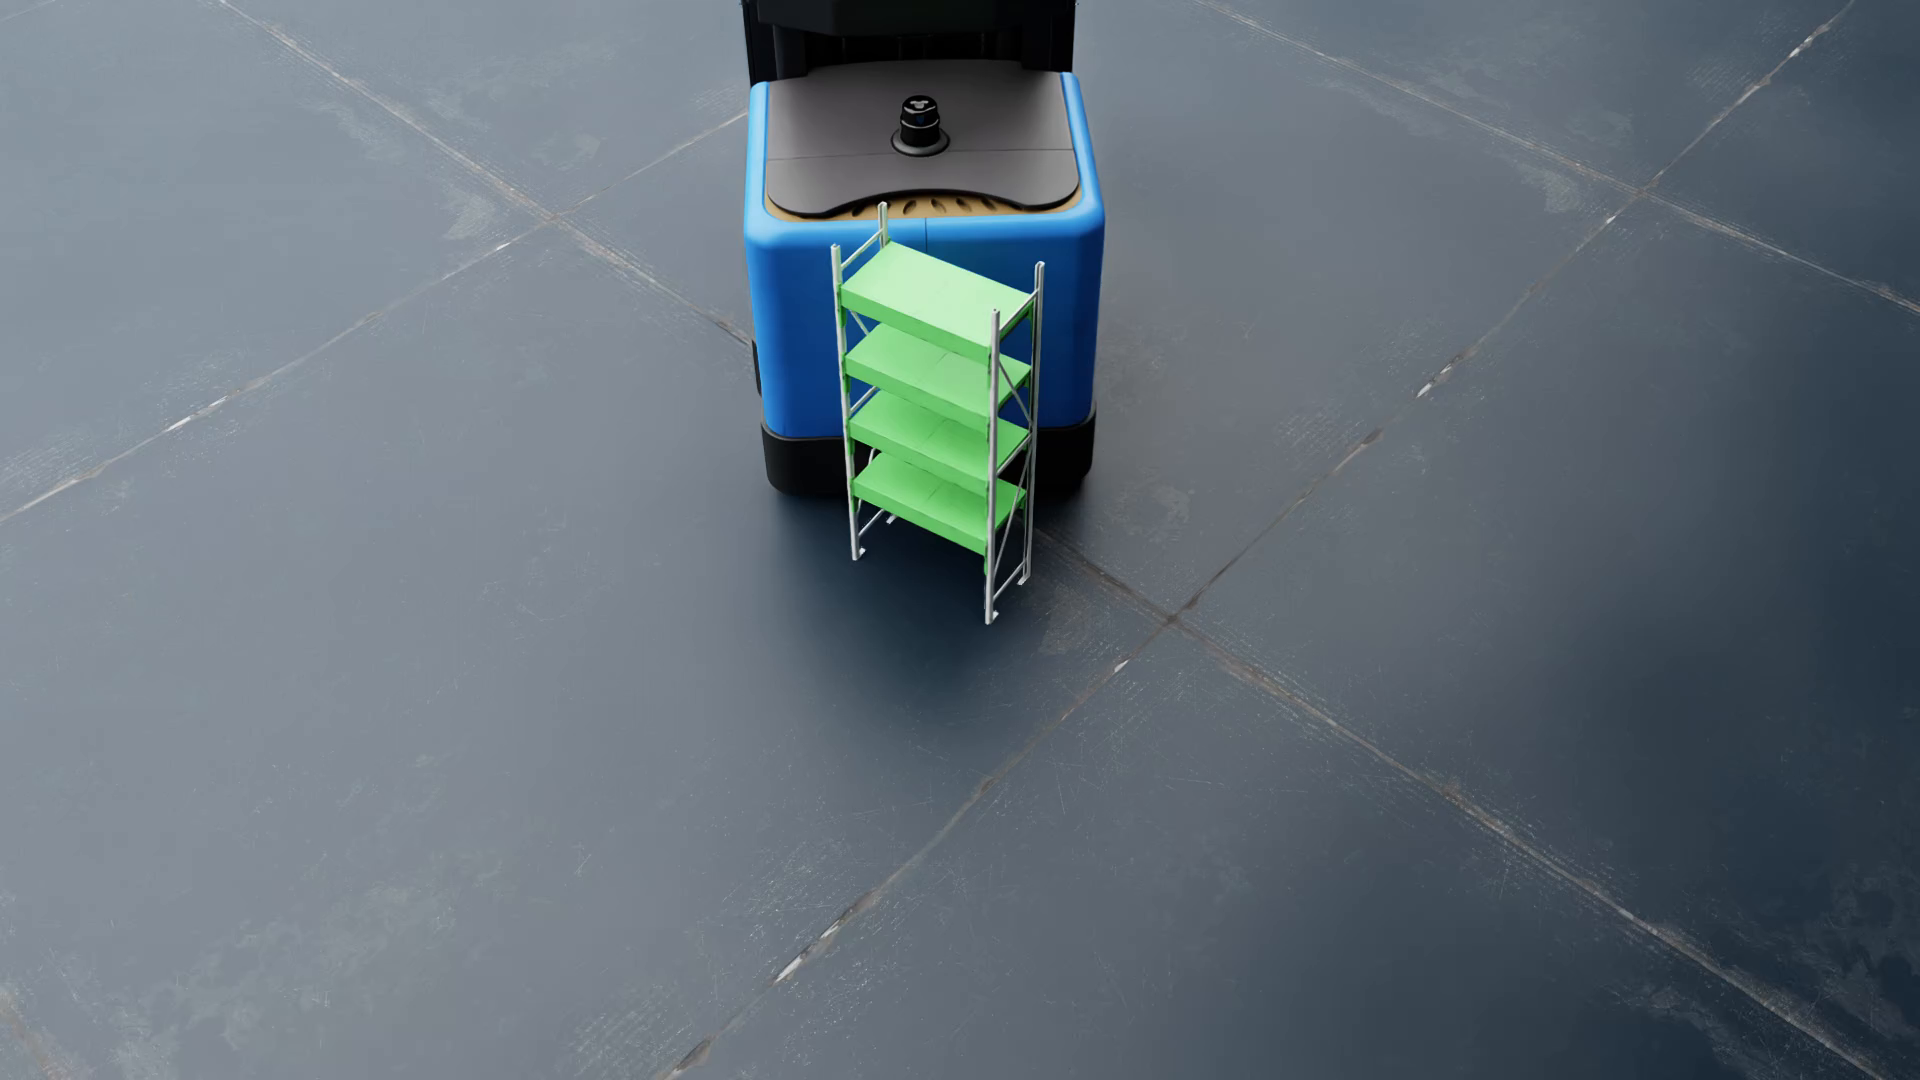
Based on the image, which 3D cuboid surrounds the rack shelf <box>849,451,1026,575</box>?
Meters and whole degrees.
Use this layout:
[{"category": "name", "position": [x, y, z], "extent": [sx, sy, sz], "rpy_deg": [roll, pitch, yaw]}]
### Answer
[{"category": "rack shelf", "position": [-0.059, -0.117, 4.953], "extent": [0.480, 0.148, 0.258], "rpy_deg": [25, 52, 21]}]

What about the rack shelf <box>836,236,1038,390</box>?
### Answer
[{"category": "rack shelf", "position": [-0.059, -0.609, 4.428], "extent": [0.480, 0.148, 0.258], "rpy_deg": [25, 52, 21]}]

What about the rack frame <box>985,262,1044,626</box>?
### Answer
[{"category": "rack frame", "position": [0.147, -0.230, 4.642], "extent": [0.015, 1.200, 0.240], "rpy_deg": [25, 52, 21]}]

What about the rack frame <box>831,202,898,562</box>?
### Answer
[{"category": "rack frame", "position": [-0.265, -0.420, 4.821], "extent": [0.015, 1.200, 0.240], "rpy_deg": [25, 52, 21]}]

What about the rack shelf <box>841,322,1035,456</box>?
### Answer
[{"category": "rack shelf", "position": [-0.059, -0.445, 4.603], "extent": [0.480, 0.148, 0.258], "rpy_deg": [25, 52, 21]}]

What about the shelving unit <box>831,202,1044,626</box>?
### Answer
[{"category": "shelving unit", "position": [-0.059, -0.325, 4.732], "extent": [0.503, 1.200, 0.258], "rpy_deg": [25, 52, 21]}]

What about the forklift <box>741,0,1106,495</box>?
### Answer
[{"category": "forklift", "position": [-0.181, -2.216, 5.320], "extent": [1.130, 2.935, 3.031], "rpy_deg": [-3, 47, -2]}]

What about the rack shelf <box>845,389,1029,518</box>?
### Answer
[{"category": "rack shelf", "position": [-0.059, -0.281, 4.778], "extent": [0.480, 0.148, 0.258], "rpy_deg": [25, 52, 21]}]
